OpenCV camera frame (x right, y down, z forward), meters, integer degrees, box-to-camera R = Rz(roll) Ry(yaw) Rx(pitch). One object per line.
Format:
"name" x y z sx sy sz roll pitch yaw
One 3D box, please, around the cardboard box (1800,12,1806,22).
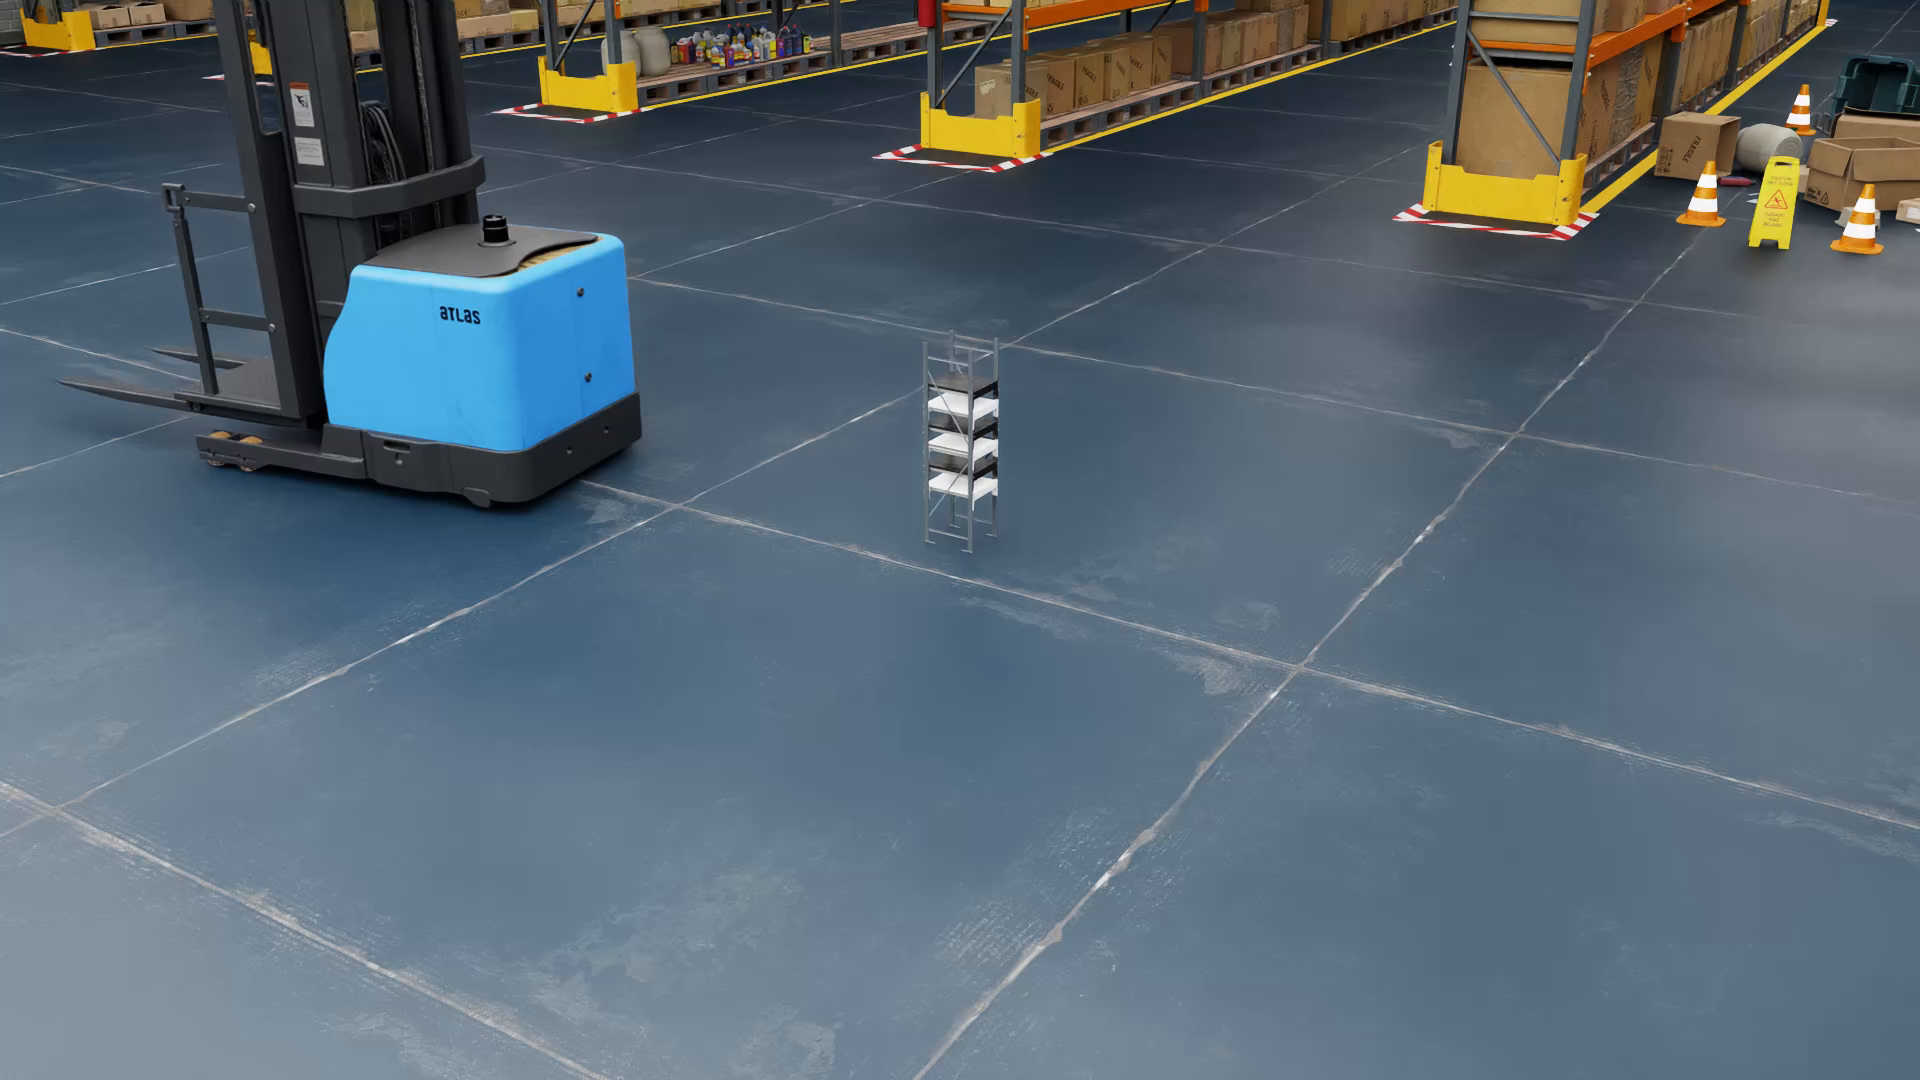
"cardboard box" 12.024 -7.598 24.086 0.380 0.149 0.250 14 27 30

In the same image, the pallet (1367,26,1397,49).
"pallet" 5.493 -7.142 23.481 1.003 0.211 1.213 14 27 29

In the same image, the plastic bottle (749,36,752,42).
"plastic bottle" -2.496 -5.921 20.016 0.061 0.283 0.133 14 27 29

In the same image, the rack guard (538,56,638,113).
"rack guard" -4.059 -4.987 18.141 1.175 0.500 0.348 14 27 29

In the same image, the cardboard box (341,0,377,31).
"cardboard box" -7.532 -6.717 20.978 0.500 0.500 0.500 14 27 29

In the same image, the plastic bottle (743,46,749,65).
"plastic bottle" -2.552 -5.746 19.716 0.097 0.201 0.097 0 23 0

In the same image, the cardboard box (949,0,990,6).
"cardboard box" 0.123 -5.085 15.537 0.380 0.149 0.250 14 27 29

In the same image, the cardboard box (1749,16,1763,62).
"cardboard box" 9.381 -6.089 20.157 0.500 0.500 0.500 14 27 30

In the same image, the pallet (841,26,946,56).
"pallet" -0.925 -6.856 22.821 1.003 0.211 1.213 14 27 29

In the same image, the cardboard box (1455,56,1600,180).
"cardboard box" 4.611 -3.448 13.584 0.875 0.875 0.875 14 27 29

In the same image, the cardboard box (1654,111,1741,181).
"cardboard box" 6.472 -3.452 14.593 0.500 0.500 0.500 20 30 38

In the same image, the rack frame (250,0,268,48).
"rack frame" -8.266 -7.138 19.963 1.000 3.000 0.127 14 27 29

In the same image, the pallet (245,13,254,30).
"pallet" -10.690 -8.011 25.490 1.003 0.211 1.213 14 27 29

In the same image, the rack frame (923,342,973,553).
"rack frame" -0.049 -0.381 6.998 0.240 0.900 0.006 14 27 29

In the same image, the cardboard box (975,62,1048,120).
"cardboard box" 0.492 -4.314 16.057 0.500 0.500 0.500 20 30 38

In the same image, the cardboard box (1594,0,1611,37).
"cardboard box" 4.738 -4.381 13.406 0.875 0.550 0.550 14 27 29

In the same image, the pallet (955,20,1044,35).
"pallet" 0.541 -7.794 24.988 1.003 0.211 1.213 14 27 29

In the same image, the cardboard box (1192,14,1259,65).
"cardboard box" 3.163 -6.014 19.960 0.700 0.500 0.500 11 26 24

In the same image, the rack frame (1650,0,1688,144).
"rack frame" 6.419 -5.337 15.803 1.000 3.000 0.127 14 27 29

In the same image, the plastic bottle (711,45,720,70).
"plastic bottle" -2.838 -5.595 19.280 0.097 0.271 0.097 0 23 0

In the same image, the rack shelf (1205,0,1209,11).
"rack shelf" 3.313 -6.756 19.985 1.077 0.370 4.000 14 27 29

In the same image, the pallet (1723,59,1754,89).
"pallet" 8.942 -5.671 20.085 1.003 0.211 1.213 14 27 29

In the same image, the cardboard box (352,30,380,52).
"cardboard box" -7.533 -6.373 21.128 0.500 0.250 0.500 14 27 29

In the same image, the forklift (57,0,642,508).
"forklift" -3.145 -1.855 7.847 3.031 2.935 1.130 9 25 21

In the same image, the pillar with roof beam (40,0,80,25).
"pillar with roof beam" -9.184 -10.443 20.047 9.100 9.000 0.400 14 27 29

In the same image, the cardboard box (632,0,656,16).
"cardboard box" -4.922 -8.022 24.938 0.500 0.250 0.500 14 27 30

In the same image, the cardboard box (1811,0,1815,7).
"cardboard box" 12.440 -7.995 24.627 0.380 0.149 0.250 13 26 27

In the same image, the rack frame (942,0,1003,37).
"rack frame" 0.161 -8.799 23.799 1.000 3.000 0.127 14 27 29

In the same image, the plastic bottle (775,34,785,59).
"plastic bottle" -2.196 -5.998 20.195 0.061 0.283 0.133 16 28 32

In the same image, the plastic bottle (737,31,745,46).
"plastic bottle" -2.702 -6.139 20.536 0.097 0.271 0.097 0 23 0

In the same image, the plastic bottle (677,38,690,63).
"plastic bottle" -3.307 -5.842 19.843 0.152 0.276 0.135 14 27 29

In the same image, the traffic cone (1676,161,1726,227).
"traffic cone" 5.796 -2.705 12.916 0.336 0.463 0.334 14 27 29

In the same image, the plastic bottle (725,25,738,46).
"plastic bottle" -2.827 -6.186 20.544 0.144 0.351 0.185 13 26 27

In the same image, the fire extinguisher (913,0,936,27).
"fire extinguisher" -0.303 -5.083 15.314 0.296 0.674 0.183 14 27 29

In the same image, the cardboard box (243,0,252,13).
"cardboard box" -10.879 -8.221 25.057 0.500 0.500 0.500 12 26 25

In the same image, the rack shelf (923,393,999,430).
"rack shelf" 0.004 -0.550 7.019 0.258 0.077 0.200 14 27 29

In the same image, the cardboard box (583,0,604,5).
"cardboard box" -5.457 -7.931 24.022 0.500 0.311 0.500 14 27 28

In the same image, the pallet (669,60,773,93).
"pallet" -2.982 -5.538 19.776 1.003 0.211 1.213 14 27 29

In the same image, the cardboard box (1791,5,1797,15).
"cardboard box" 11.567 -7.486 23.452 0.380 0.149 0.250 15 28 31

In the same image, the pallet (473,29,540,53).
"pallet" -6.611 -6.949 23.036 1.003 0.211 1.213 14 27 29

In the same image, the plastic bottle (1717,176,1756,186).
"plastic bottle" 6.678 -3.083 14.295 0.283 0.061 0.133 5 24 11

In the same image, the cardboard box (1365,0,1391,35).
"cardboard box" 5.227 -7.506 22.960 1.225 0.875 0.875 14 27 29

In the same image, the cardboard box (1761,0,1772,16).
"cardboard box" 9.638 -6.595 20.382 0.500 0.250 0.500 14 27 29

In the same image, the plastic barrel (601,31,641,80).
"plastic barrel" -3.777 -5.388 18.523 0.421 0.512 0.421 0 23 0

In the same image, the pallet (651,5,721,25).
"pallet" -4.513 -8.289 26.131 1.003 0.211 1.213 14 27 29

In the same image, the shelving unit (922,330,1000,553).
"shelving unit" 0.004 -0.416 7.078 0.258 0.900 0.210 14 27 29

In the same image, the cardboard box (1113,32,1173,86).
"cardboard box" 2.013 -5.330 18.404 0.500 0.500 0.500 13 27 27

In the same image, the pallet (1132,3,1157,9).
"pallet" 2.625 -9.126 28.064 1.003 0.211 1.213 14 27 29
